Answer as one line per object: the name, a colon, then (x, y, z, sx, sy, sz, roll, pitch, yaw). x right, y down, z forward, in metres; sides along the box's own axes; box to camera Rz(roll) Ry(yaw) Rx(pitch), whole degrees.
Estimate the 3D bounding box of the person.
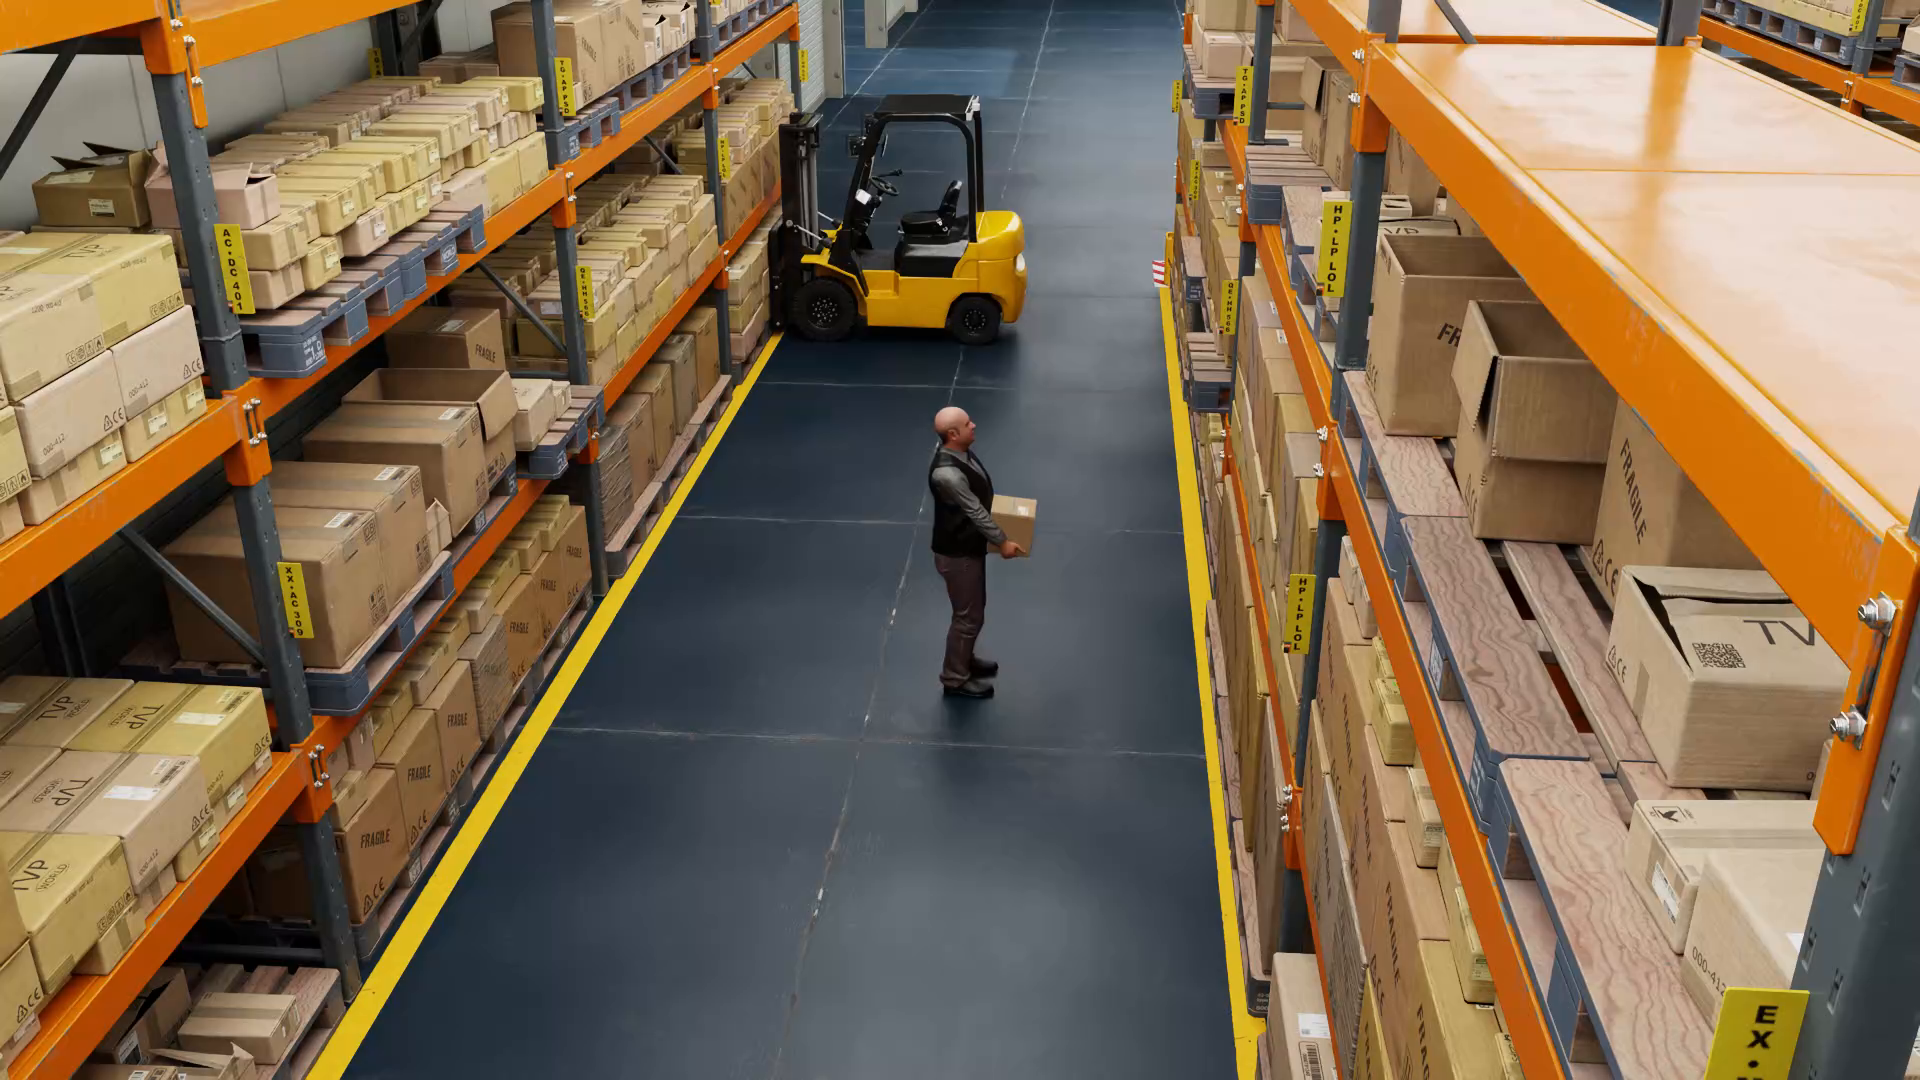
person: (0.106, 0.057, 9.519, 0.551, 1.711, 0.494, 2, 24, 4)
